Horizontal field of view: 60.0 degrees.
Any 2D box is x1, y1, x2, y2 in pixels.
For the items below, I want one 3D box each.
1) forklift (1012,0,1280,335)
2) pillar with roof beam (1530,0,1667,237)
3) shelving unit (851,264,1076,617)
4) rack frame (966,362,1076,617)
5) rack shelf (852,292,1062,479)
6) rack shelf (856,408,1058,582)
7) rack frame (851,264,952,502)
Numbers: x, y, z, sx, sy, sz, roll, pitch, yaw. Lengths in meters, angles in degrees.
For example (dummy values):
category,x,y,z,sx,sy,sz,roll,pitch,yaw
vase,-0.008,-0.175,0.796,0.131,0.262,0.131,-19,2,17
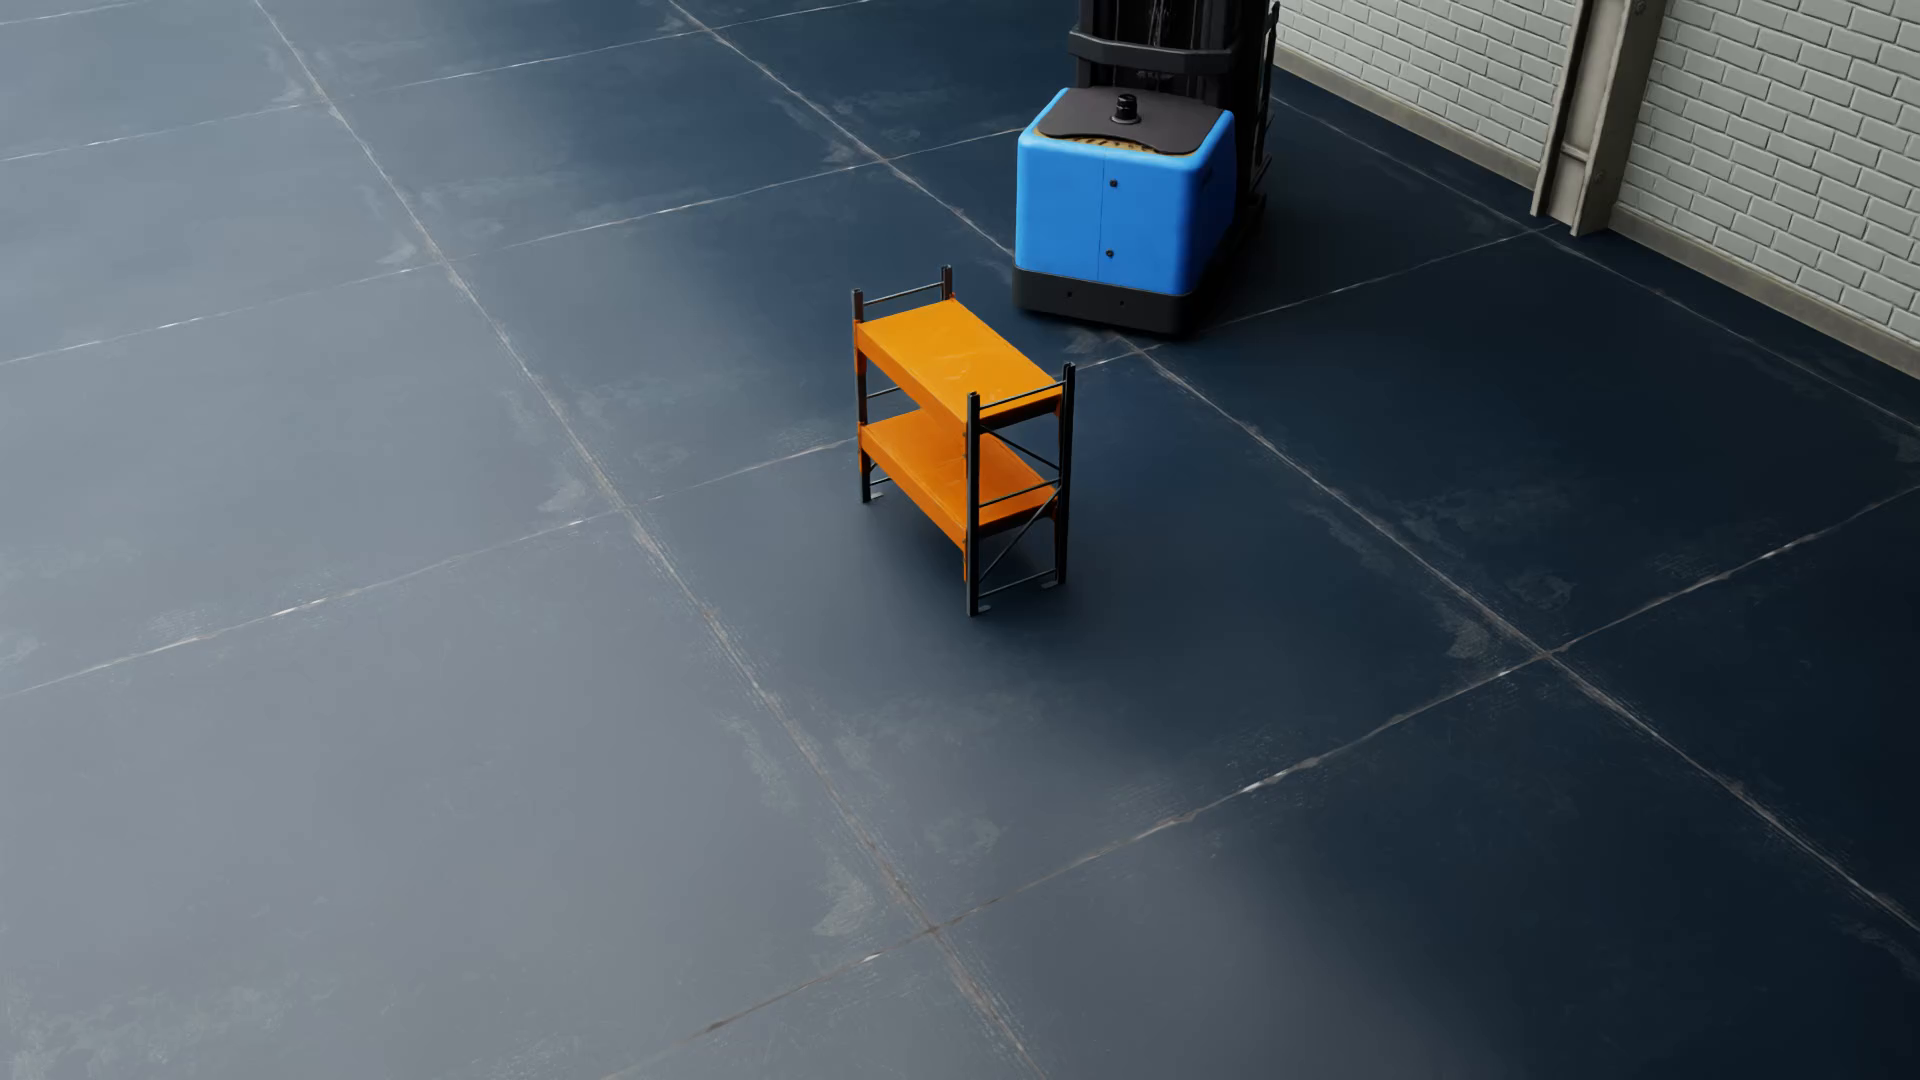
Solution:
category,x,y,z,sx,sy,sz,roll,pitch,yaw
forklift,1.296,-3.184,9.624,1.130,2.935,3.031,13,38,17
pillar with roof beam,0.138,-4.386,6.126,9.100,9.000,0.400,-19,40,-24
shelving unit,-0.003,-0.458,7.423,0.538,1.125,1.048,-19,40,-24
rack frame,0.252,-0.198,7.068,0.500,1.125,0.032,-19,40,-24
rack shelf,-0.003,-0.694,7.250,0.538,0.278,1.000,-19,40,-24
rack shelf,-0.003,-0.260,7.567,0.538,0.278,1.000,-19,40,-24
rack frame,-0.259,-0.717,7.778,0.500,1.125,0.032,-19,40,-24
